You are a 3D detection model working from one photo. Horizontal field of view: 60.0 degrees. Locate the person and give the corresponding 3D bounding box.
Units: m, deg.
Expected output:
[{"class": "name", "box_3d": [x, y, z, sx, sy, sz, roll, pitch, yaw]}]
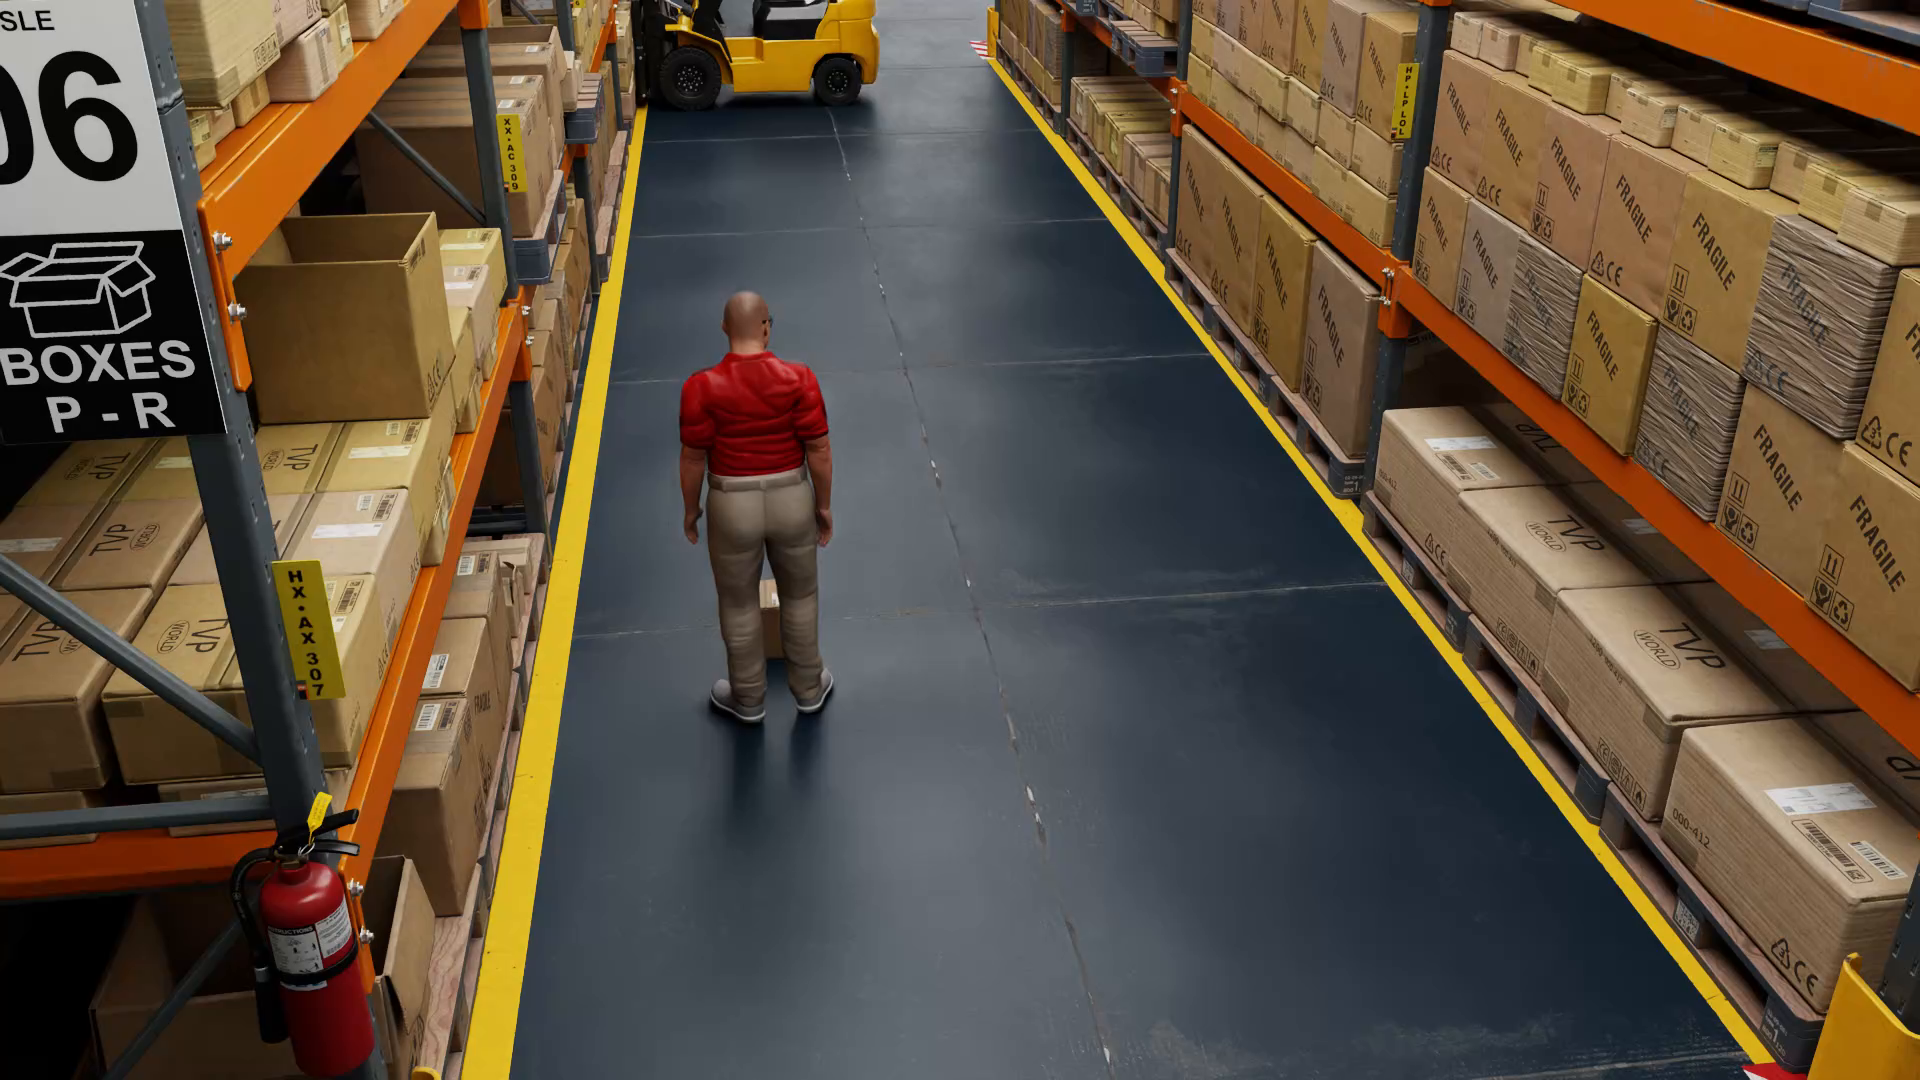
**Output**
[{"class": "person", "box_3d": [-0.768, -0.113, 6.320, 0.559, 1.731, 0.364, -7, 28, -13]}]
